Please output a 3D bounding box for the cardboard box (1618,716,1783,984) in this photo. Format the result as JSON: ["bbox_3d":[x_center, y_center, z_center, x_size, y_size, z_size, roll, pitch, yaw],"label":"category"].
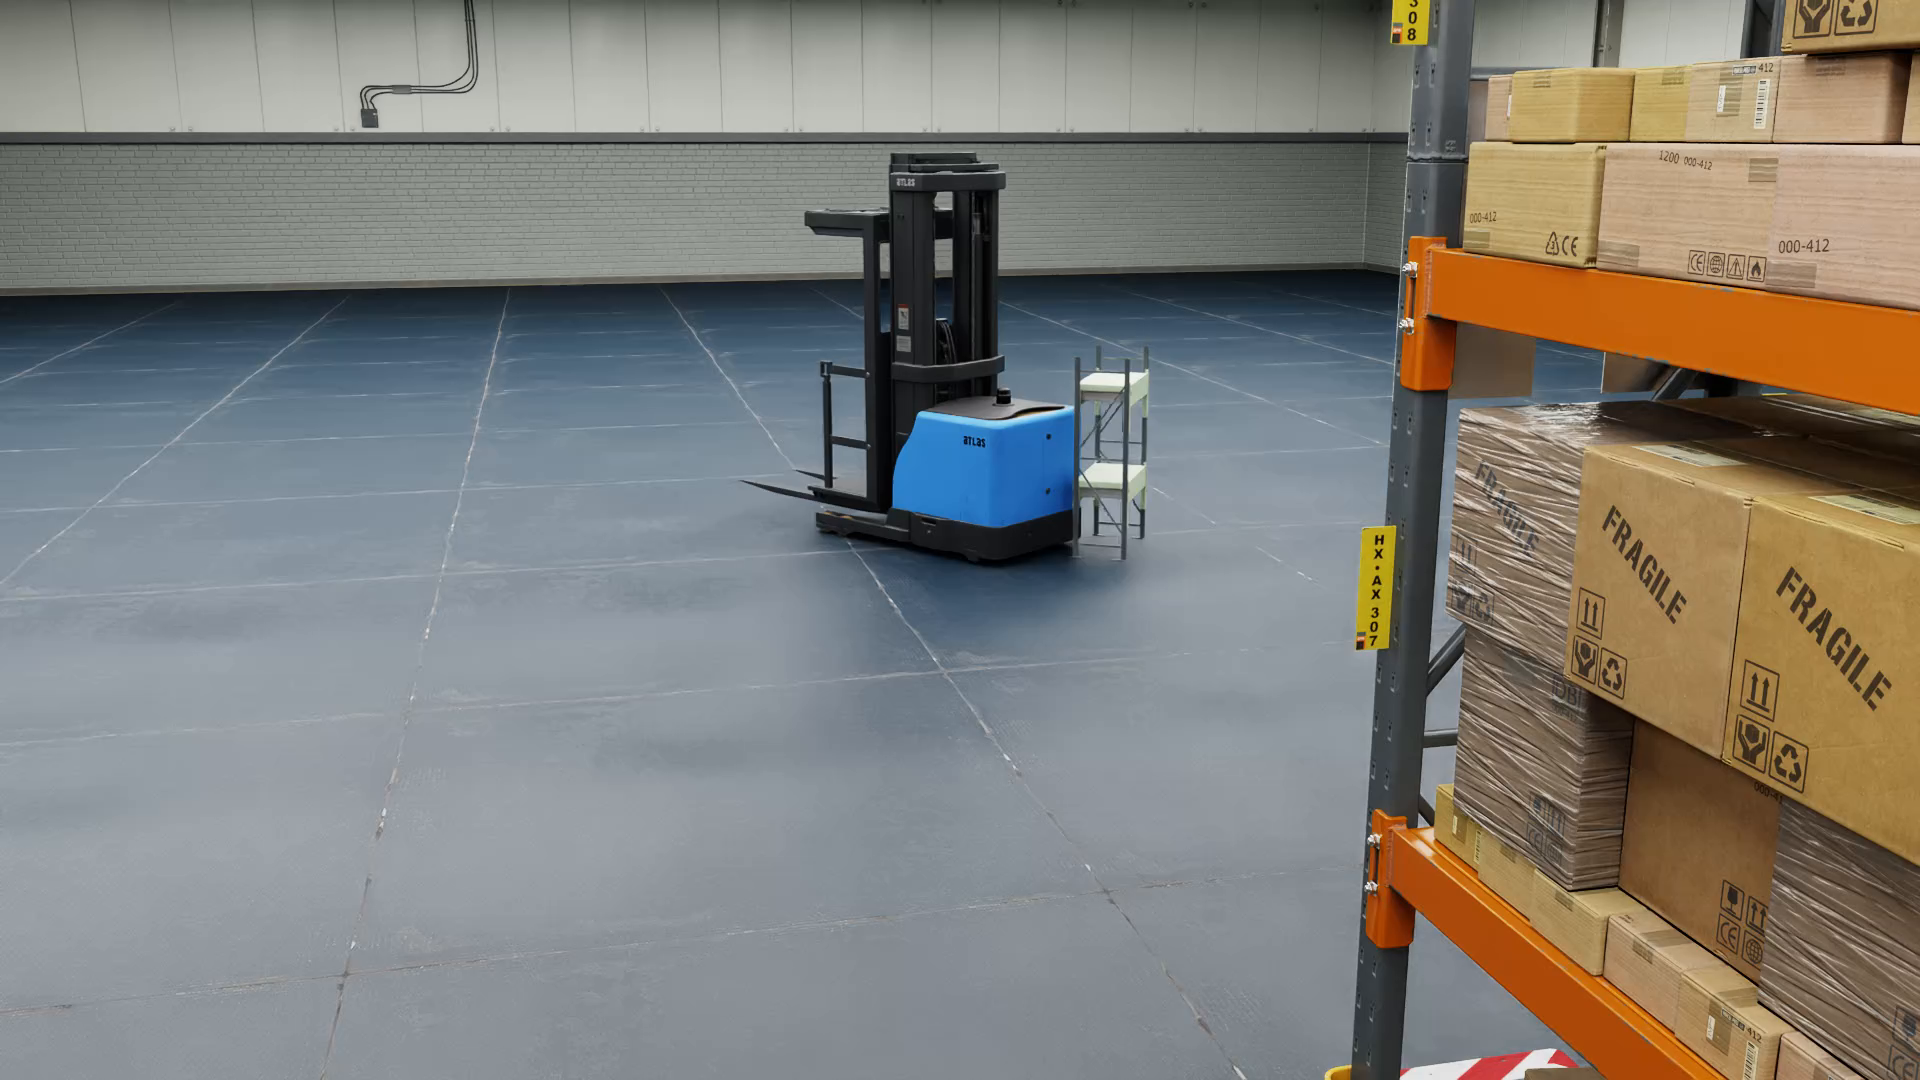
[{"bbox_3d":[1.935,0.559,3.483,0.875,0.500,0.500,-3,14,-13],"label":"cardboard box"}]

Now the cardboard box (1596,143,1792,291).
[{"bbox_3d":[1.588,-0.625,3.162,0.500,0.250,0.500,-4,14,-14],"label":"cardboard box"}]

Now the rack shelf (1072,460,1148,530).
[{"bbox_3d":[1.137,-0.351,12.572,0.431,0.370,0.720,4,14,16],"label":"rack shelf"}]

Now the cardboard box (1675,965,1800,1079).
[{"bbox_3d":[1.649,0.948,3.258,0.380,0.149,0.250,-3,14,-13],"label":"cardboard box"}]

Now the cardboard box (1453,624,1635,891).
[{"bbox_3d":[1.701,0.450,3.927,0.875,0.500,0.500,-3,14,-13],"label":"cardboard box"}]

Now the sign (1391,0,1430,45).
[{"bbox_3d":[1.071,-1.337,3.917,0.100,0.325,0.005,-3,14,-13],"label":"sign"}]

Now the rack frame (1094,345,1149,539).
[{"bbox_3d":[1.241,-0.751,12.835,0.400,1.500,0.023,4,14,16],"label":"rack frame"}]

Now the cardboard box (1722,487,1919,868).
[{"bbox_3d":[1.692,0.209,2.807,0.500,0.500,0.500,-3,14,-13],"label":"cardboard box"}]

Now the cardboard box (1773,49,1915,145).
[{"bbox_3d":[1.632,-0.747,2.821,0.380,0.149,0.250,-3,14,-13],"label":"cardboard box"}]

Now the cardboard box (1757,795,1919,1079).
[{"bbox_3d":[2.010,0.676,3.001,0.875,0.500,0.500,-3,14,-13],"label":"cardboard box"}]

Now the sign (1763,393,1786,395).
[{"bbox_3d":[2.143,-0.228,4.433,0.100,0.325,0.005,-3,14,-13],"label":"sign"}]

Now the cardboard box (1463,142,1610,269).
[{"bbox_3d":[1.460,-0.744,3.648,0.500,0.250,0.500,-3,14,-12],"label":"cardboard box"}]

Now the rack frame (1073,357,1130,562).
[{"bbox_3d":[1.030,-0.584,12.154,0.400,1.500,0.023,4,14,16],"label":"rack frame"}]

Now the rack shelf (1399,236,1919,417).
[{"bbox_3d":[2.068,-0.132,2.341,1.077,0.370,4.000,-3,14,-13],"label":"rack shelf"}]

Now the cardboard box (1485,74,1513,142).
[{"bbox_3d":[1.438,-0.987,3.802,0.380,0.149,0.250,-3,14,-14],"label":"cardboard box"}]

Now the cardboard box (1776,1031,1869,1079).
[{"bbox_3d":[1.734,1.004,3.028,0.380,0.149,0.250,-3,14,-13],"label":"cardboard box"}]

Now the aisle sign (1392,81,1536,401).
[{"bbox_3d":[1.292,-0.746,4.182,0.394,0.787,0.004,-3,14,-13],"label":"aisle sign"}]

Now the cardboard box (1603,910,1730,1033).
[{"bbox_3d":[1.597,0.889,3.495,0.380,0.149,0.250,-3,14,-13],"label":"cardboard box"}]

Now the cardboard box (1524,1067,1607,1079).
[{"bbox_3d":[1.729,1.670,4.154,0.500,0.500,0.500,-1,14,-3],"label":"cardboard box"}]

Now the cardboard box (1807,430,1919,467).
[{"bbox_3d":[2.091,0.064,3.401,0.500,0.500,0.500,-3,14,-13],"label":"cardboard box"}]

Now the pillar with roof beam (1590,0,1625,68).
[{"bbox_3d":[7.227,-8.411,28.395,9.100,9.000,0.400,-3,14,-13],"label":"pillar with roof beam"}]

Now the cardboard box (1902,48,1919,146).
[{"bbox_3d":[1.711,-0.685,2.566,0.380,0.149,0.250,-4,14,-16],"label":"cardboard box"}]

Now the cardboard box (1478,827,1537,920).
[{"bbox_3d":[1.474,0.774,3.966,0.380,0.149,0.250,-3,14,-13],"label":"cardboard box"}]

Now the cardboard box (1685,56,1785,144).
[{"bbox_3d":[1.579,-0.803,3.051,0.380,0.149,0.250,-3,14,-11],"label":"cardboard box"}]

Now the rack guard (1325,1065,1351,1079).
[{"bbox_3d":[1.616,1.746,4.725,1.175,0.500,0.348,-3,14,-13],"label":"rack guard"}]

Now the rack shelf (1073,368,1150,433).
[{"bbox_3d":[1.134,-1.047,12.403,0.431,0.370,0.720,4,14,16],"label":"rack shelf"}]

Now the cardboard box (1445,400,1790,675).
[{"bbox_3d":[1.463,-0.022,3.753,0.500,0.500,0.500,-3,14,-13],"label":"cardboard box"}]

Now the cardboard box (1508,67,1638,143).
[{"bbox_3d":[1.405,-0.922,3.535,0.380,0.149,0.250,-3,14,-12],"label":"cardboard box"}]

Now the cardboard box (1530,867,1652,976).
[{"bbox_3d":[1.518,0.833,3.727,0.380,0.149,0.250,-3,14,-13],"label":"cardboard box"}]

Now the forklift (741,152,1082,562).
[{"bbox_3d":[-0.504,-1.532,13.022,3.031,2.935,1.130,12,18,41],"label":"forklift"}]

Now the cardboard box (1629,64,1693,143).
[{"bbox_3d":[1.584,-0.870,3.325,0.380,0.149,0.250,-4,14,-14],"label":"cardboard box"}]

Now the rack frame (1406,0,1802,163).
[{"bbox_3d":[1.599,-2.400,3.788,1.000,3.000,0.127,-3,14,-13],"label":"rack frame"}]

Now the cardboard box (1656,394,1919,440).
[{"bbox_3d":[1.968,-0.051,3.871,0.500,0.500,0.500,-3,14,-13],"label":"cardboard box"}]

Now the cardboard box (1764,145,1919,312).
[{"bbox_3d":[1.700,-0.511,2.694,0.500,0.250,0.500,-3,14,-13],"label":"cardboard box"}]

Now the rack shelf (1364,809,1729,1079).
[{"bbox_3d":[2.068,1.326,2.697,1.077,0.370,4.000,-3,14,-13],"label":"rack shelf"}]

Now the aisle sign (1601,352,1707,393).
[{"bbox_3d":[1.876,-0.779,4.319,0.394,0.787,0.004,-3,14,-13],"label":"aisle sign"}]

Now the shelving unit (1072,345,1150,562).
[{"bbox_3d":[1.136,-0.668,12.495,0.431,1.500,0.755,4,14,16],"label":"shelving unit"}]

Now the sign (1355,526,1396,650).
[{"bbox_3d":[1.071,0.124,4.274,0.100,0.325,0.005,-3,14,-13],"label":"sign"}]

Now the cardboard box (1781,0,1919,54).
[{"bbox_3d":[1.685,-1.021,2.574,0.500,0.500,0.500,-3,14,-13],"label":"cardboard box"}]

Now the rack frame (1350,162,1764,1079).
[{"bbox_3d":[1.599,0.515,4.500,1.000,3.000,0.127,-3,14,-13],"label":"rack frame"}]

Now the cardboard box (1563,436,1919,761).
[{"bbox_3d":[1.573,0.094,3.279,0.500,0.500,0.500,-3,14,-13],"label":"cardboard box"}]

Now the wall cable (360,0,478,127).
[{"bbox_3d":[-10.791,-11.211,32.687,2.305,6.003,0.169,-3,14,-13],"label":"wall cable"}]

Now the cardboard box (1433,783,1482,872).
[{"bbox_3d":[1.434,0.716,4.207,0.380,0.149,0.250,-3,14,-13],"label":"cardboard box"}]
